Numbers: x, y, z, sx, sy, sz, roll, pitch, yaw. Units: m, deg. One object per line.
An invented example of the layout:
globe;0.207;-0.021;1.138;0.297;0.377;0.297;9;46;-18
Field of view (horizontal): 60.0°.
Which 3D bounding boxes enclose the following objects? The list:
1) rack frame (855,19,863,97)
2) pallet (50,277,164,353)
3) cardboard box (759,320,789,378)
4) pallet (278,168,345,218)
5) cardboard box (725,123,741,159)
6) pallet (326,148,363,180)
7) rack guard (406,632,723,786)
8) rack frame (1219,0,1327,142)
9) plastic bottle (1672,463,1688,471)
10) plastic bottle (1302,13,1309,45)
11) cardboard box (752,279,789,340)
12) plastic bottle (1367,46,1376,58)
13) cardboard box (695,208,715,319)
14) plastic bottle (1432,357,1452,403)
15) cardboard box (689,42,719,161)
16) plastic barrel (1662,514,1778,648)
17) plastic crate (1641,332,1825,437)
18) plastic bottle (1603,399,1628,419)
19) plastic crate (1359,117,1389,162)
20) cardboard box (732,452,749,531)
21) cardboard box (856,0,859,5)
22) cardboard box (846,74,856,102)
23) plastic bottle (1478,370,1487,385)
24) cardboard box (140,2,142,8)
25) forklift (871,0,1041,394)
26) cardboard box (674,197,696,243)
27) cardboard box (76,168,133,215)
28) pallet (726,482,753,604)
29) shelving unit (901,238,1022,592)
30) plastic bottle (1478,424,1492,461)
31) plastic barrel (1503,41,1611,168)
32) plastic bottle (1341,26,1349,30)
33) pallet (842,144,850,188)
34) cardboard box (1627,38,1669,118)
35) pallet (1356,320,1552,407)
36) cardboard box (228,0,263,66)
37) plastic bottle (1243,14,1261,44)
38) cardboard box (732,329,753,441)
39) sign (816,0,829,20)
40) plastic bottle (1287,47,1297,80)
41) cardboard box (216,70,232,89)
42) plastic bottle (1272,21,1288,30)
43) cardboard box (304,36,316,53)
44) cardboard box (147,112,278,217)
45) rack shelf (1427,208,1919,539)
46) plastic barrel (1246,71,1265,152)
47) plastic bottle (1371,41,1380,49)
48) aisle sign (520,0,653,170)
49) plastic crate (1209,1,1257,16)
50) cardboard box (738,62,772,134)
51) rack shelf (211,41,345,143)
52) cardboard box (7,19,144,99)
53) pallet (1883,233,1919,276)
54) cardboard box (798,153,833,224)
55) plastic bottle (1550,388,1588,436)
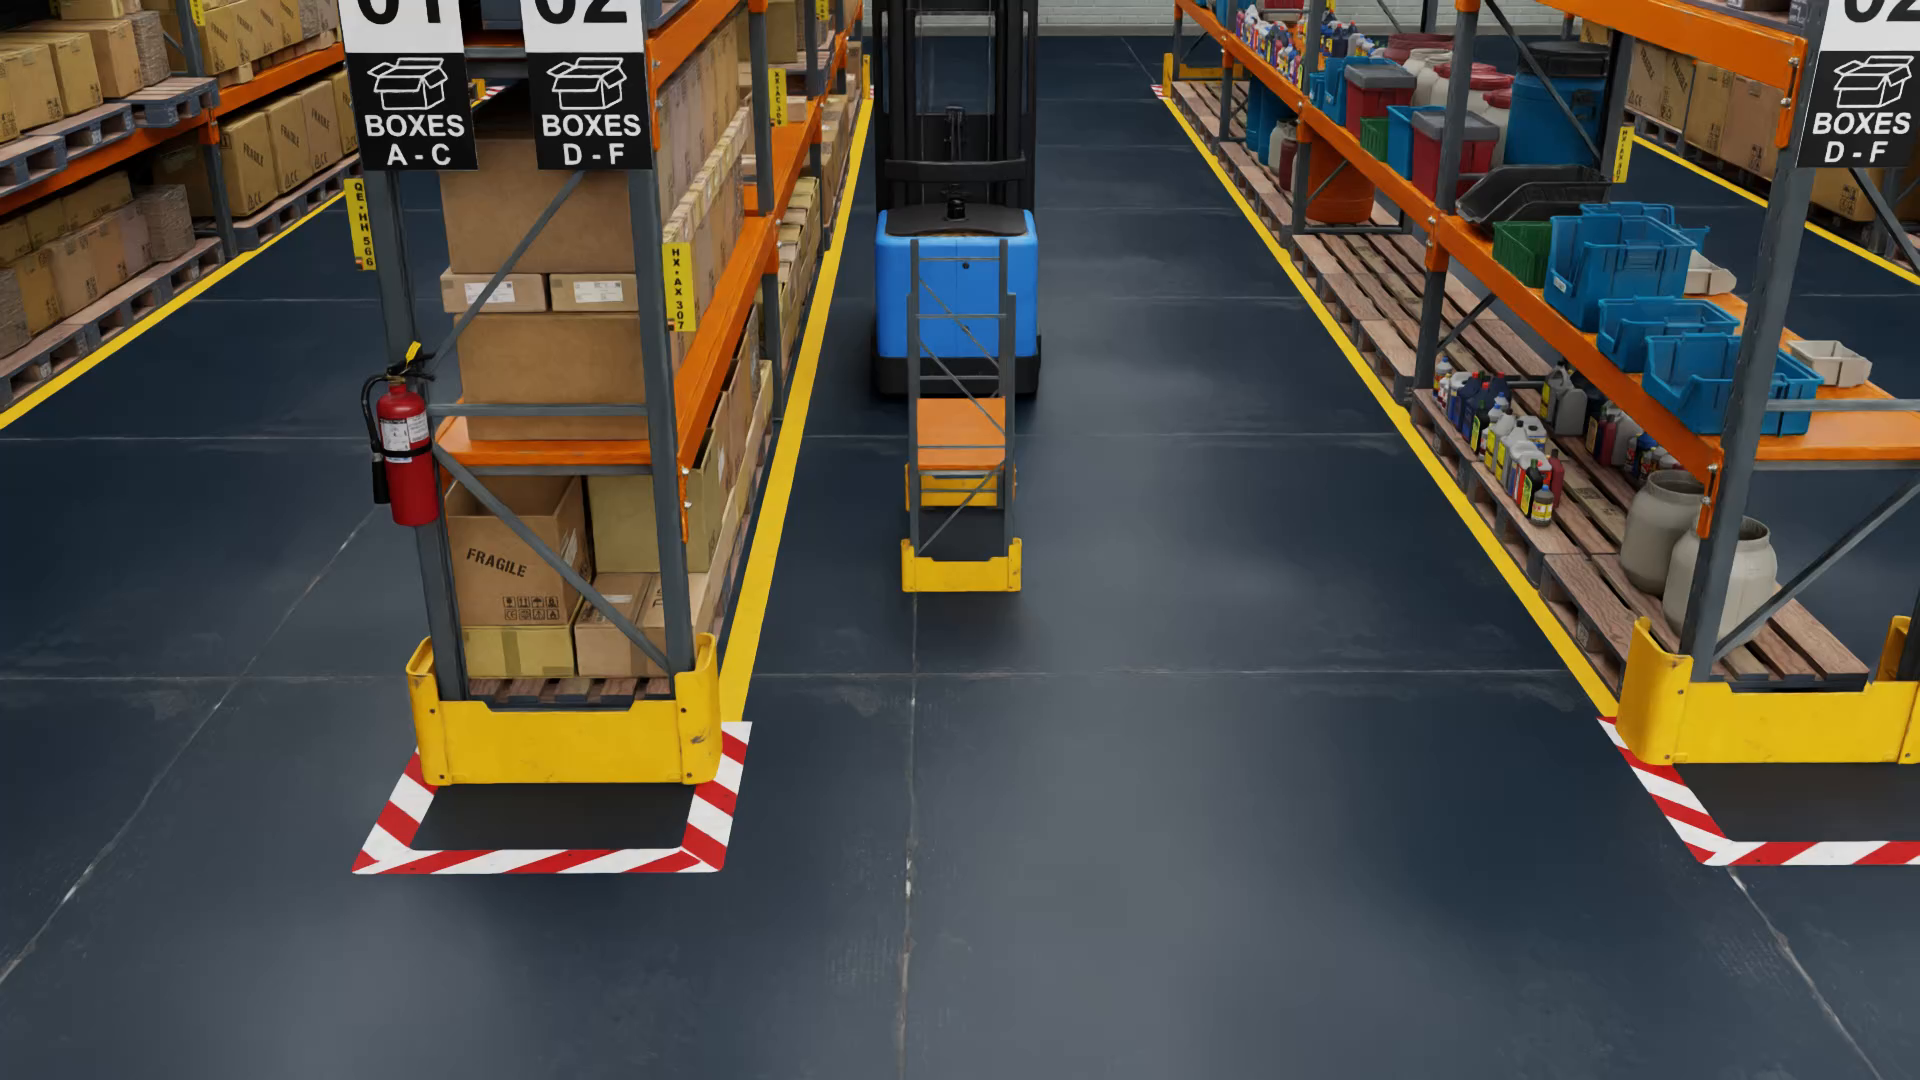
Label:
rack frame;-1.738;-7.069;20.740;1.000;3.000;0.127;0;24;-1
pallet;-6.587;-1.655;12.152;1.003;0.211;1.213;0;24;-1
cardboard box;-1.364;-1.230;10.657;0.500;0.250;0.500;-1;24;-2
pallet;-6.548;-3.305;15.801;1.003;0.211;1.213;0;24;-1
cardboard box;-1.384;-2.144;8.943;0.380;0.149;0.250;-1;24;-2
pallet;-6.564;-3.809;16.915;1.003;0.211;1.213;0;24;-1
rack guard;-1.563;0.673;6.656;1.175;0.500;0.348;0;24;-1
rack frame;3.258;-5.441;17.141;1.000;3.000;0.127;0;24;-1
plastic bottle;3.697;-0.301;8.539;0.061;0.283;0.133;0;24;0
plastic bottle;3.452;-5.041;16.316;0.144;0.351;0.185;0;24;-1
cardboard box;-1.363;-1.490;10.550;0.500;0.311;0.500;0;24;0
plastic bottle;3.581;-4.153;14.448;0.097;0.271;0.097;0;24;0
cardboard box;-1.576;-1.352;7.978;0.700;0.500;0.500;0;24;1
plastic bottle;2.911;-0.969;10.029;0.097;0.271;0.097;0;24;0
cardboard box;-1.585;-2.163;8.198;0.700;0.500;0.500;0;24;-1
plastic barrel;3.306;0.175;7.233;0.421;0.512;0.421;0;24;0
plastic crate;3.085;-0.634;6.692;0.499;0.251;0.616;0;24;-1
plastic bottle;3.647;-0.662;9.255;0.144;0.351;0.185;0;24;-1
plastic crate;3.045;-2.765;11.480;0.450;0.188;0.662;0;24;-1
cardboard box;-1.362;-0.255;8.500;0.500;0.250;0.500;0;24;-1
cardboard box;-1.452;-6.512;19.387;0.500;0.500;0.500;0;24;0
cardboard box;-1.506;-5.402;19.857;0.500;0.250;0.500;0;24;-1
plastic bottle;3.048;-0.842;9.734;0.061;0.283;0.133;0;24;-1
cardboard box;-6.869;-4.466;13.568;0.500;0.250;0.500;0;24;1
forklift;-0.036;-2.831;11.454;1.130;2.935;3.031;0;24;-1
cardboard box;-1.366;-1.405;7.308;0.380;0.149;0.250;-1;24;-2
cardboard box;-6.601;-2.620;12.493;0.500;0.250;0.500;0;24;0
pallet;-1.624;-0.022;8.542;1.003;0.211;1.213;0;24;-1
shelving unit;0.001;-0.652;8.371;0.587;1.500;1.083;0;24;-1
plastic bottle;2.921;-0.541;9.169;0.097;0.201;0.097;0;24;0
plastic barrel;3.644;-2.534;10.104;0.600;0.901;0.708;0;24;-1
plastic bottle;3.600;-4.715;15.685;0.152;0.276;0.135;0;24;-1
pallet;-1.648;-3.815;16.929;1.003;0.211;1.213;0;24;-1
cardboard box;8.274;-5.330;18.964;0.875;0.875;0.875;0;24;-1
pallet;3.298;-1.198;11.142;1.003;0.211;1.213;0;24;-1
cardboard box;-6.350;-4.356;14.235;0.500;0.500;0.500;1;24;1
plastic bottle;2.887;-5.042;16.408;0.152;0.276;0.135;0;24;-1
cardboard box;-1.381;-0.802;8.801;0.500;0.500;0.500;0;24;-1
sign;-1.096;-4.304;13.221;0.100;0.325;0.005;0;24;-1
plastic bottle;2.883;-4.122;14.381;0.097;0.271;0.097;0;24;0
cardboard box;-6.370;-3.884;13.978;0.380;0.149;0.250;0;24;0
plastic bottle;3.045;-4.812;15.899;0.152;0.276;0.135;0;24;-1
cardboard box;-6.379;-4.733;15.856;0.380;0.149;0.250;0;24;-1
cardboard box;-6.481;-3.264;14.426;0.750;0.750;0.750;-1;24;-1
rack shelf;3.368;-0.993;8.179;1.077;0.370;4.000;0;24;-1
plastic barrel;3.247;-4.452;16.991;0.600;0.901;0.708;0;24;-1
plastic bottle;3.657;-4.261;14.673;0.061;0.283;0.133;0;24;-1
aisle sign;-1.257;-1.635;5.570;0.394;0.787;0.004;0;24;-1
plastic crate;2.978;-5.803;18.203;0.437;0.125;0.590;0;24;-1
cardboard box;-1.616;-3.127;11.902;0.500;0.500;0.500;-2;24;-3
rack shelf;-6.626;-4.245;15.369;1.077;0.370;4.000;0;24;-1
cardboard box;-6.556;-3.571;12.350;0.700;0.500;0.500;-3;24;-6
pallet;8.262;-2.223;13.409;1.003;0.211;1.213;0;24;-1
cardboard box;-1.370;-3.023;14.293;0.500;0.500;0.500;1;24;2
plastic bottle;3.495;-0.750;9.540;0.152;0.276;0.135;0;24;-1
